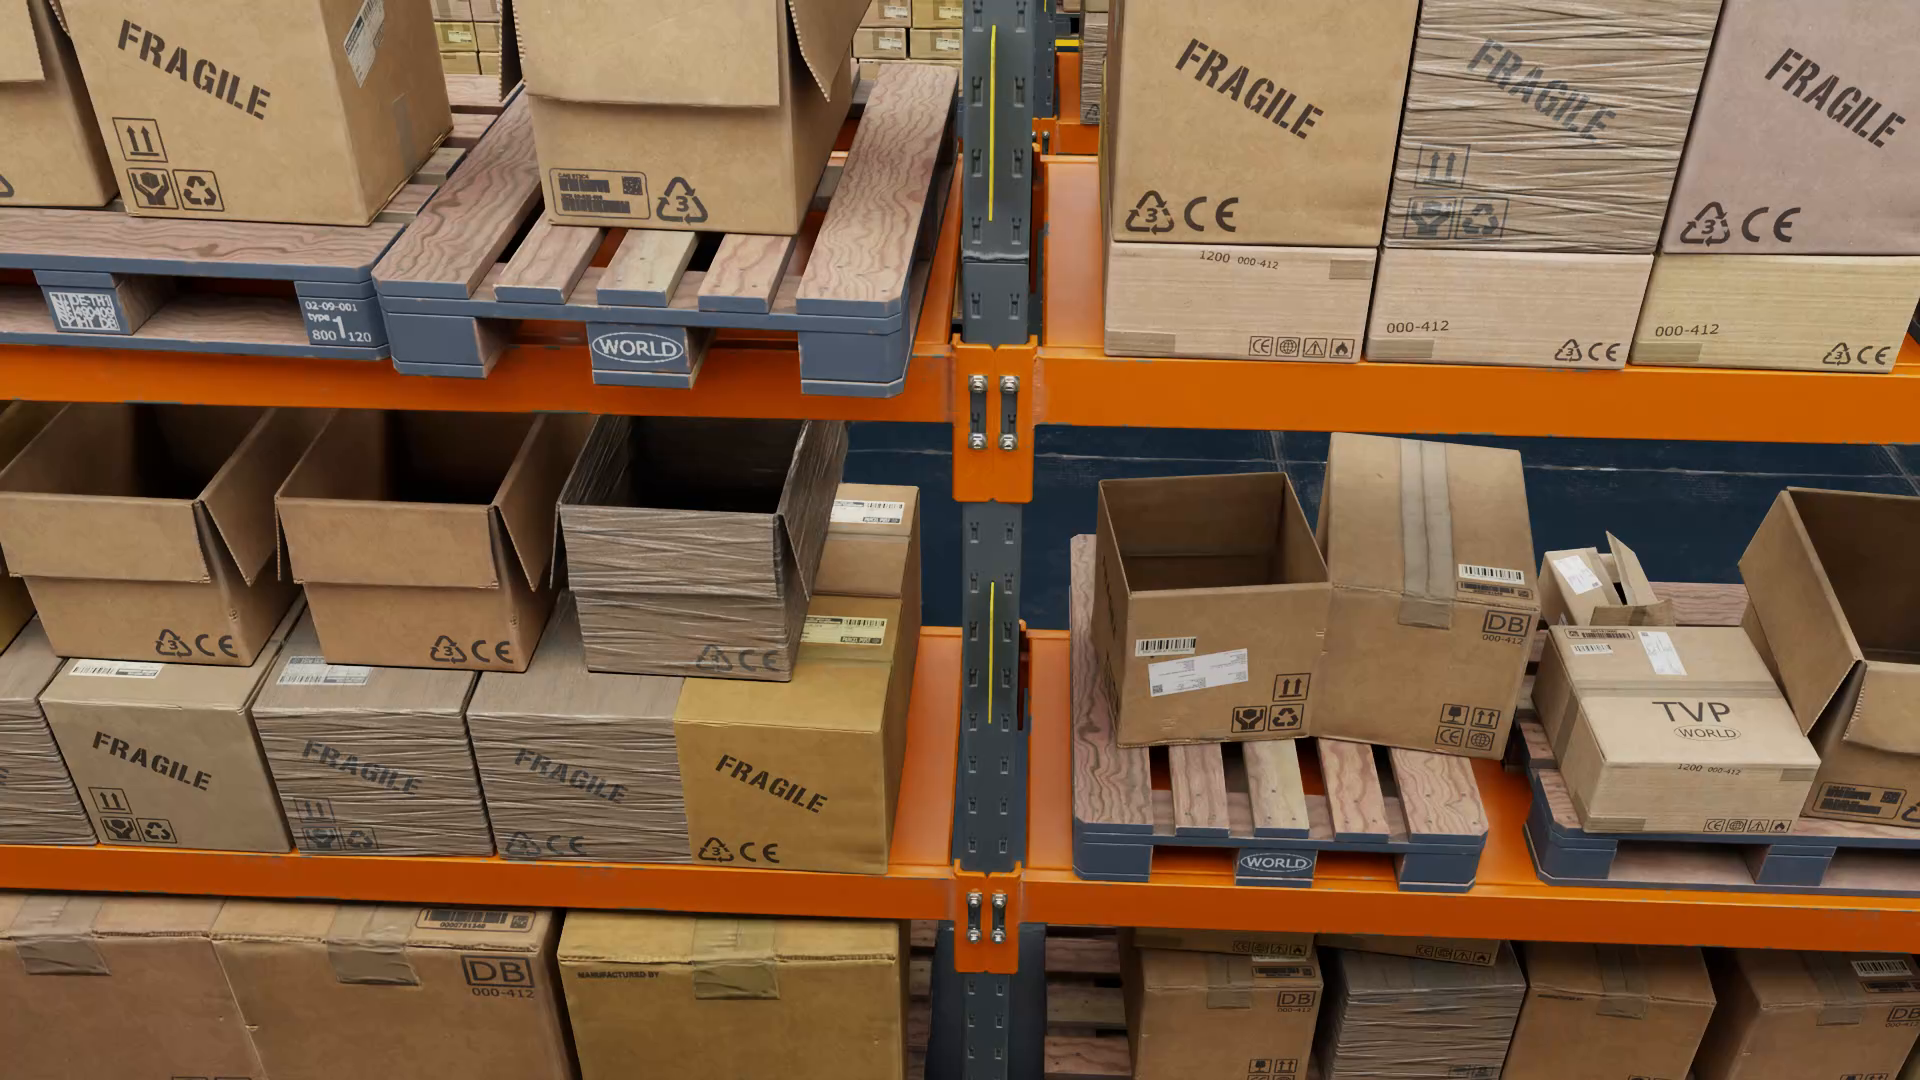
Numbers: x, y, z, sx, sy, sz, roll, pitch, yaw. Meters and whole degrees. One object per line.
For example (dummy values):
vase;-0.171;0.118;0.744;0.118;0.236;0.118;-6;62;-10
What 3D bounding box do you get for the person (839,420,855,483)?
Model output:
person;-0.633;-0.574;6.915;0.616;1.670;0.475;21;41;27
